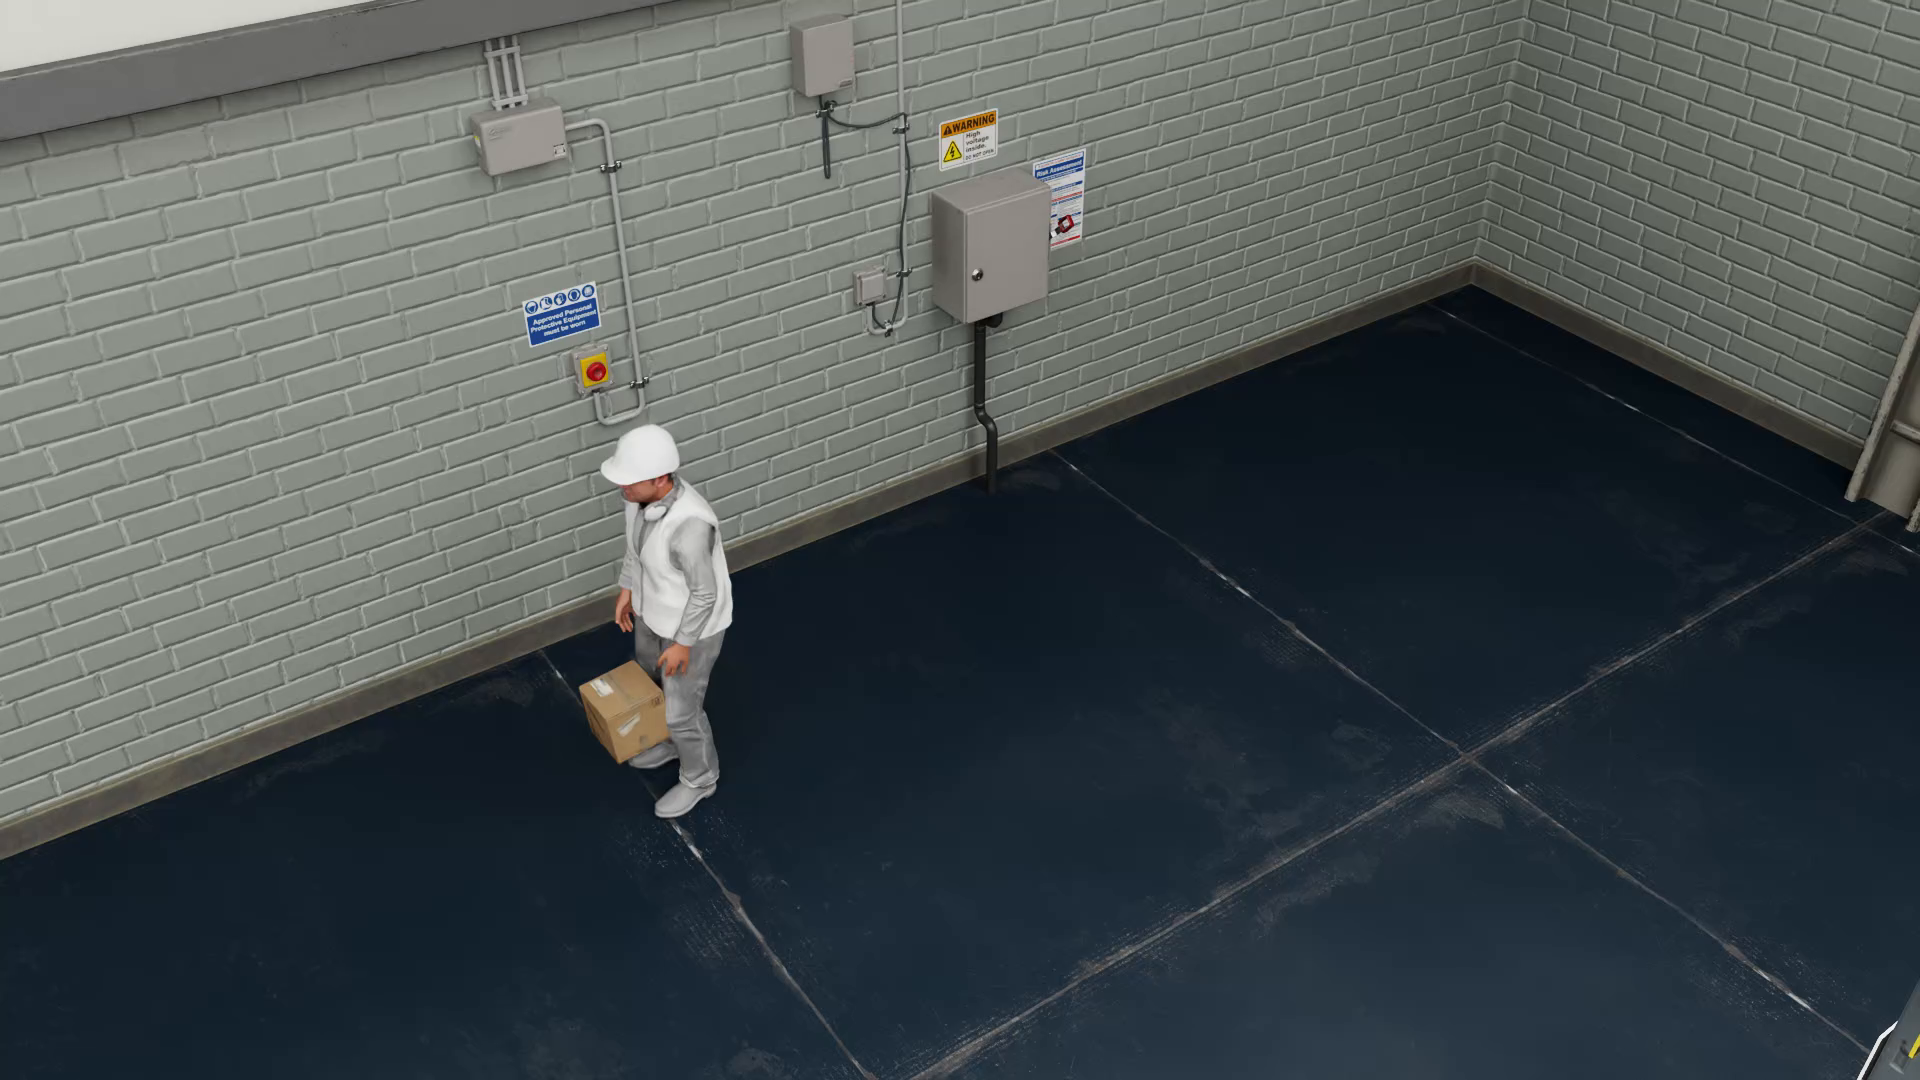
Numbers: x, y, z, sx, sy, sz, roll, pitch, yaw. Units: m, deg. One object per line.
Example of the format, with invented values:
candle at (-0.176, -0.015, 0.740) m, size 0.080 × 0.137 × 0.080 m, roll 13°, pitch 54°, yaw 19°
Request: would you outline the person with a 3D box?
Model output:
person at (-1.140, 0.301, 6.563) m, size 0.472 × 1.776 × 0.560 m, roll -24°, pitch 42°, yaw -29°
